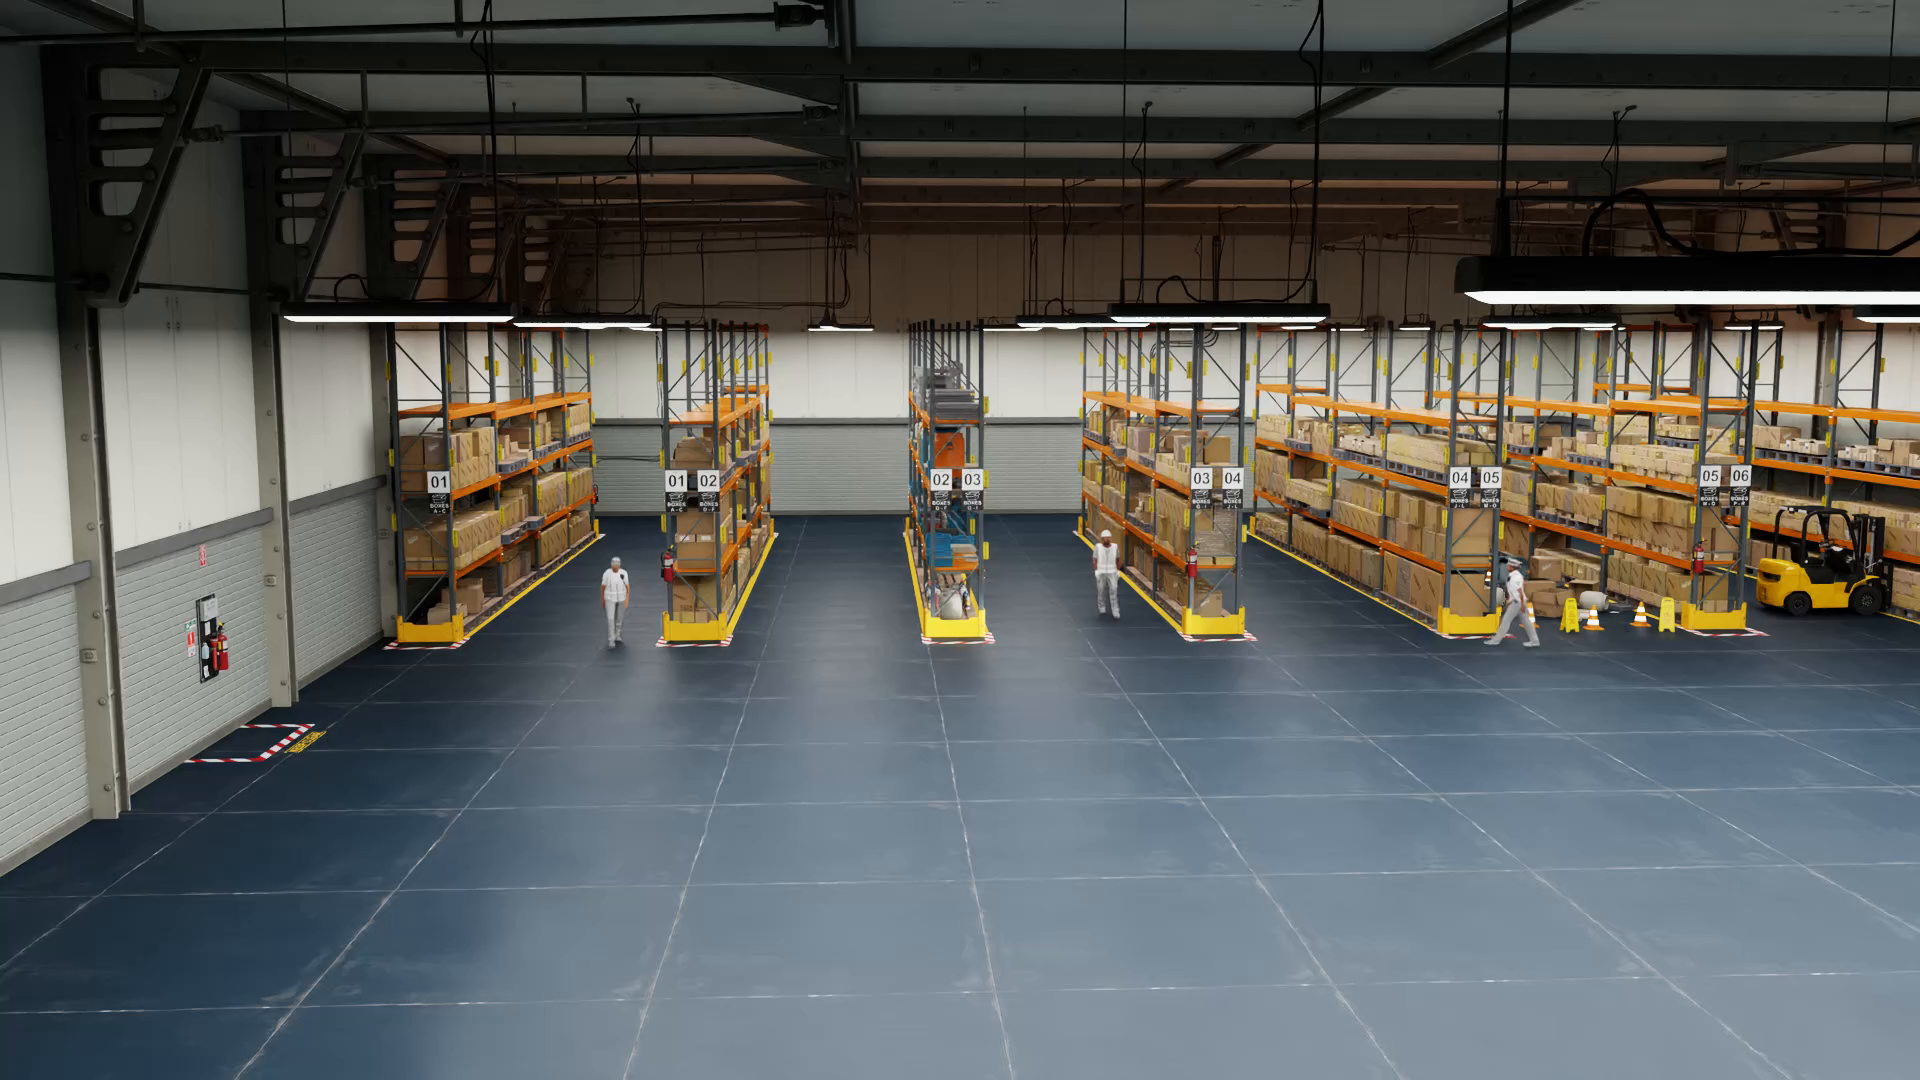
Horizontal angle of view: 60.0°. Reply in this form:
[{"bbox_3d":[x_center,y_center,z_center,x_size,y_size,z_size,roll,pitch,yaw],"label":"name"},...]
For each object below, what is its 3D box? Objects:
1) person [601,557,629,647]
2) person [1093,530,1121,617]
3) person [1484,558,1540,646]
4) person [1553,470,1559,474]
[{"bbox_3d":[-6.363,1.112,30.718,0.517,1.611,0.956,-4,8,-27],"label":"person"},{"bbox_3d":[2.980,0.669,33.718,0.578,1.734,0.969,0,7,2],"label":"person"},{"bbox_3d":[10.162,1.131,30.523,0.972,1.612,0.480,3,8,22],"label":"person"},{"bbox_3d":[17.765,-1.235,49.546,0.999,1.686,0.522,0,7,-3],"label":"person"}]
